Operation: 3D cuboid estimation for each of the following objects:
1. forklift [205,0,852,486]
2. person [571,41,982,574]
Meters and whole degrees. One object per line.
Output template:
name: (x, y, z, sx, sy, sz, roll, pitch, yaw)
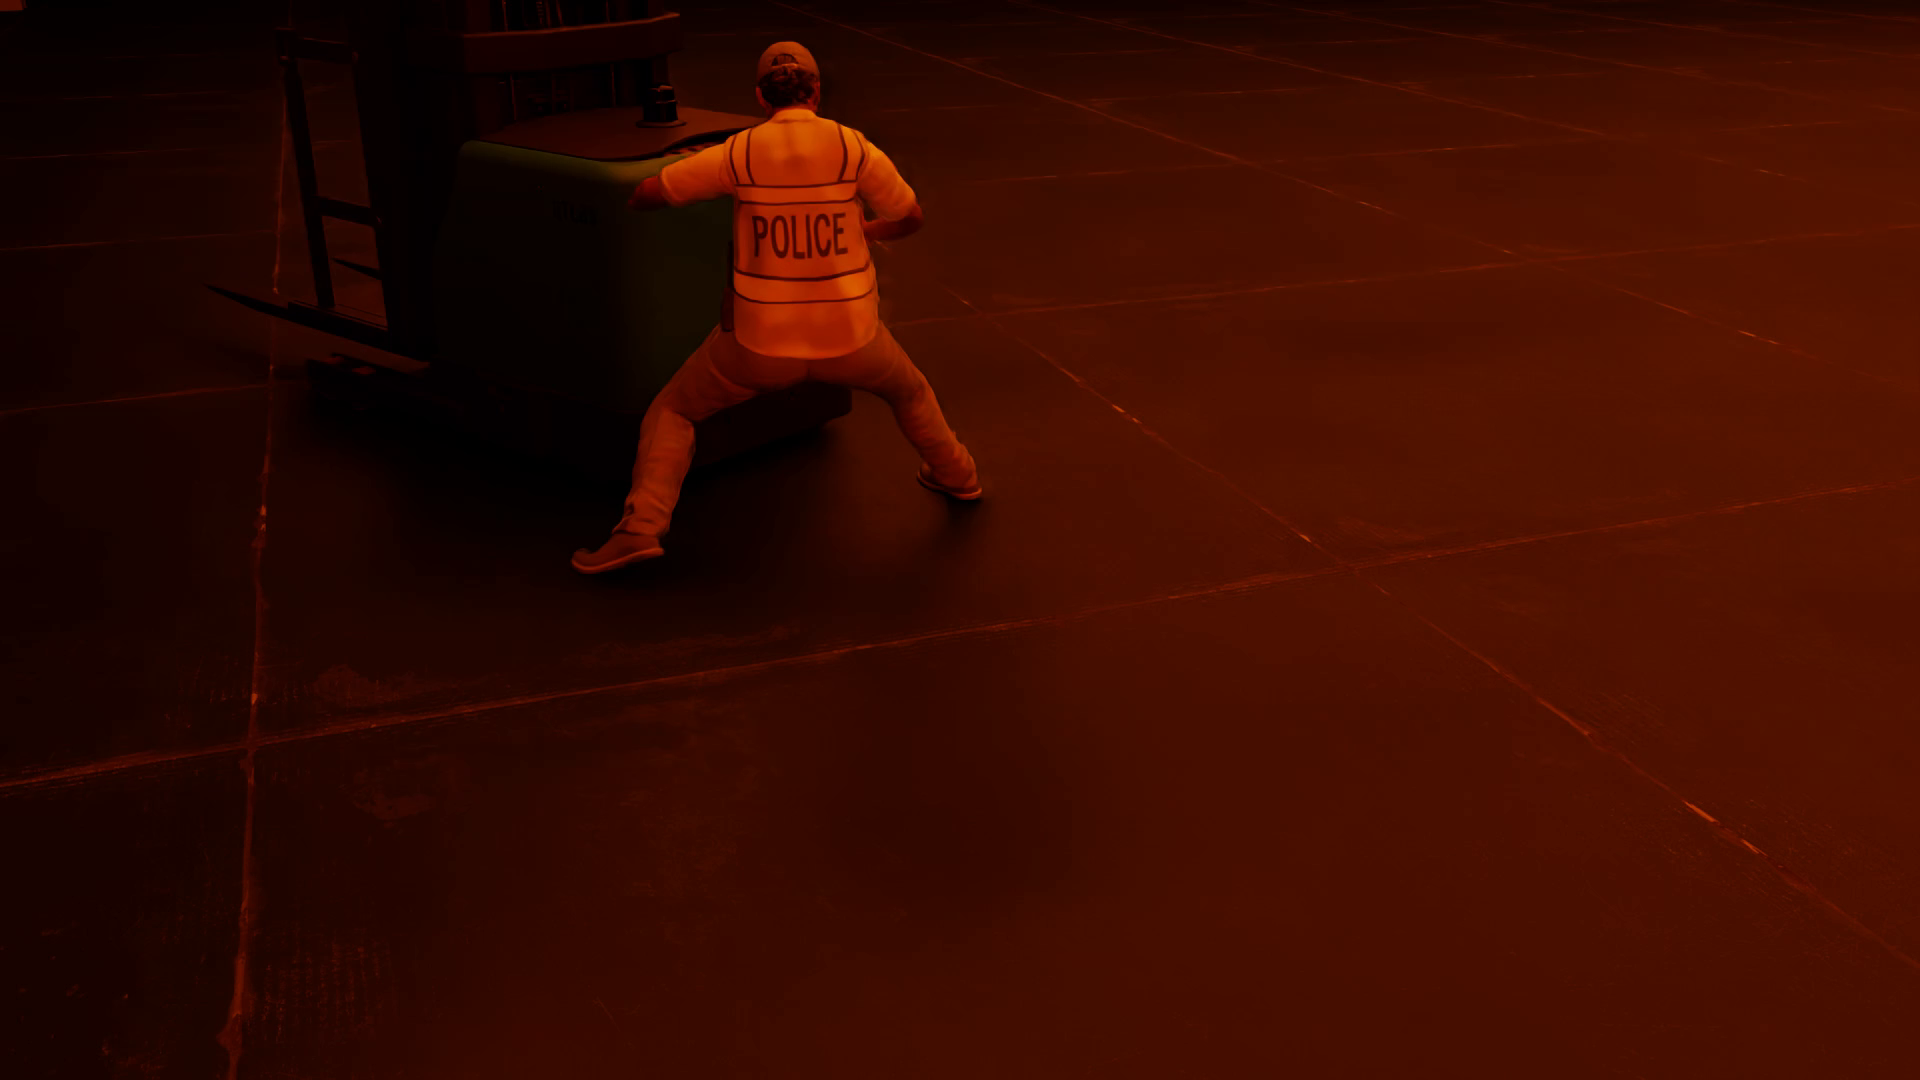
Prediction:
forklift: (-1.853, -1.976, 5.998, 3.031, 2.935, 1.130, 18, 28, 36)
person: (-0.535, -0.707, 4.870, 1.282, 1.462, 0.787, -4, 23, -9)
